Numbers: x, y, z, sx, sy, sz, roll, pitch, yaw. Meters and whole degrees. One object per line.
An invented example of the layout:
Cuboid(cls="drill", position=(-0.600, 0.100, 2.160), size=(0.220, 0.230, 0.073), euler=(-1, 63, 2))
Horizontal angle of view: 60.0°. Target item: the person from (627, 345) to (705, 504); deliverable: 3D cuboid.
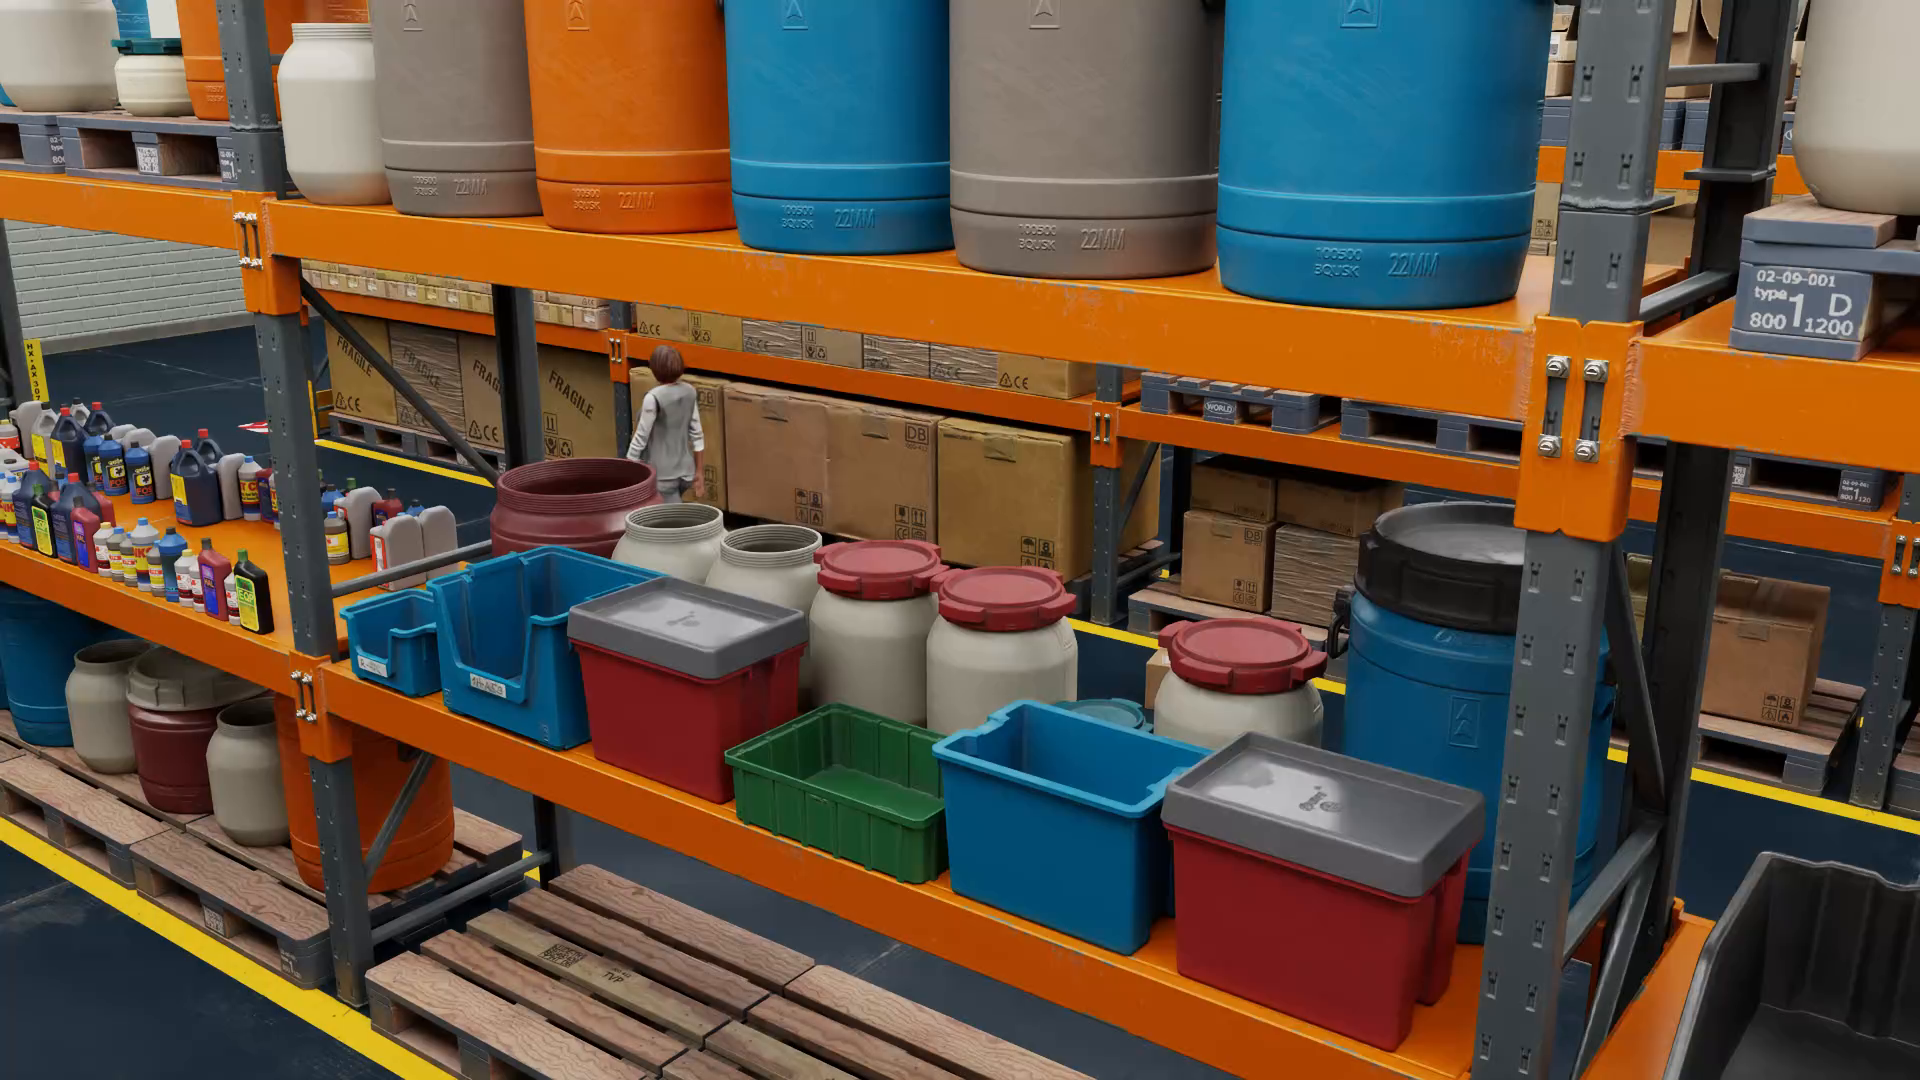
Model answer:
Cuboid(cls="person", position=(-1.785, -0.403, 9.846), size=(0.920, 1.544, 0.419), euler=(11, 20, 32))
